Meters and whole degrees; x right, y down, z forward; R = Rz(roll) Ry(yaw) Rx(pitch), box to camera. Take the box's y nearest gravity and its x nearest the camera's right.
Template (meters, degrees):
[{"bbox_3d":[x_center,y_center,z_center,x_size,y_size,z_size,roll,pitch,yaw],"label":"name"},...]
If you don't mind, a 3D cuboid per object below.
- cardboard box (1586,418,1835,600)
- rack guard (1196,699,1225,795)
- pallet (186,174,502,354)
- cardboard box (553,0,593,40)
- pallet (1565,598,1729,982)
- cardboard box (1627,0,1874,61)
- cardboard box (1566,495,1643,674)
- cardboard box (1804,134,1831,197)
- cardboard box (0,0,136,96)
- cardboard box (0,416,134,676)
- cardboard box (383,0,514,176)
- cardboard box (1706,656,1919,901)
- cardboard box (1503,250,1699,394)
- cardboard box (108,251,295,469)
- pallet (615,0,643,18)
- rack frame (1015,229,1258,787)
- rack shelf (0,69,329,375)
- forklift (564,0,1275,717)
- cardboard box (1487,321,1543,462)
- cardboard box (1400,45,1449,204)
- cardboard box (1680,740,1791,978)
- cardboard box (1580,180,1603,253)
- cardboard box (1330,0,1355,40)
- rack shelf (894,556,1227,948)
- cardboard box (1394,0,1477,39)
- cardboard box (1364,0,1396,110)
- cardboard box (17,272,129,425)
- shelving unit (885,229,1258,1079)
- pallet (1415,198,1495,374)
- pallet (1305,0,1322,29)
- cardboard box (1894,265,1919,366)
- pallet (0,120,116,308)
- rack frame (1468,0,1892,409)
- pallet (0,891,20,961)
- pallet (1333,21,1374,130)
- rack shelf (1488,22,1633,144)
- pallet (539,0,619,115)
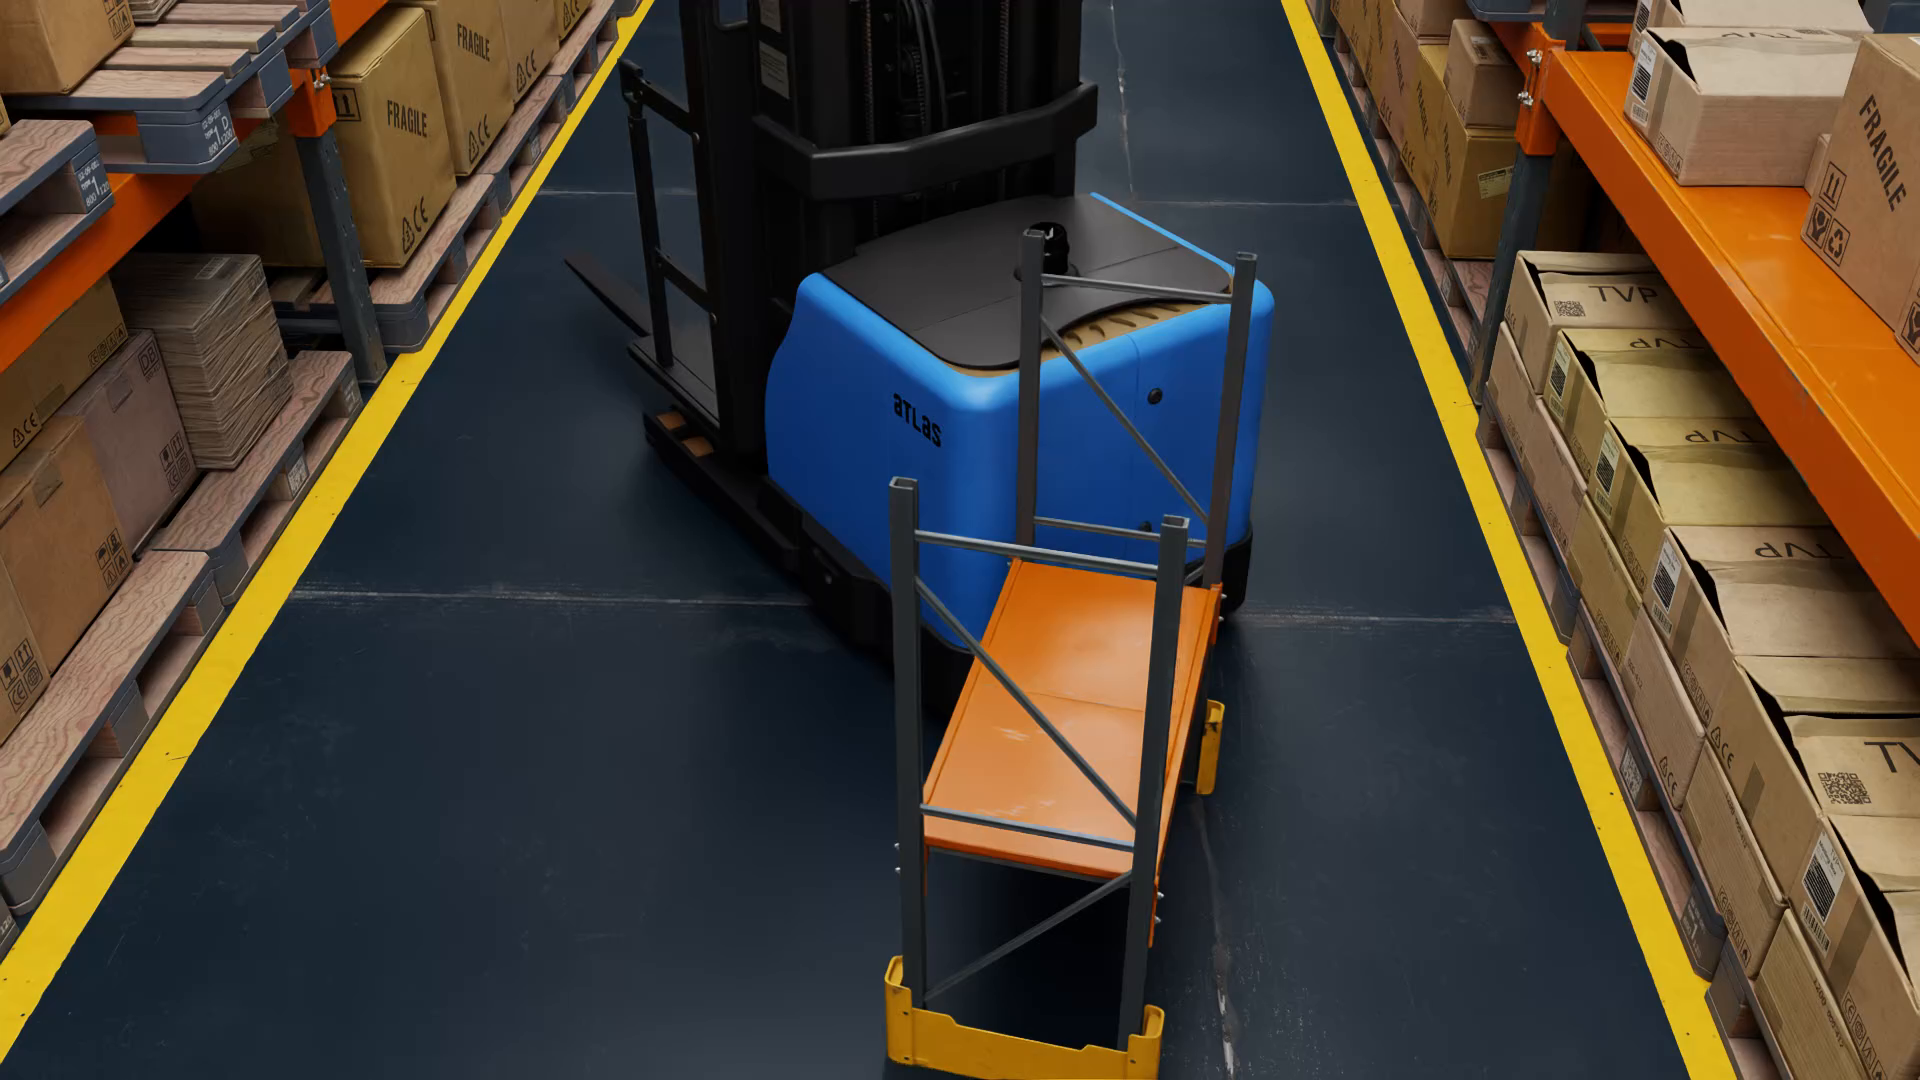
[{"bbox_3d":[1.986,-0.107,4.332,0.500,0.311,0.500,0,35,1],"label":"cardboard box"},{"bbox_3d":[0.380,0.497,4.326,0.587,0.250,0.087,8,36,12],"label":"rack guard"},{"bbox_3d":[-2.507,-1.143,6.692,1.003,0.211,1.213,1,35,2],"label":"pallet"},{"bbox_3d":[-2.350,-3.046,8.480,0.750,0.750,0.750,2,35,2],"label":"cardboard box"},{"bbox_3d":[2.212,0.592,4.224,1.003,0.211,1.213,1,35,2],"label":"pallet"},{"bbox_3d":[2.277,-1.476,4.818,0.500,0.311,0.500,3,35,5],"label":"cardboard box"},{"bbox_3d":[1.987,0.115,4.504,0.500,0.250,0.500,0,35,1],"label":"cardboard box"},{"bbox_3d":[2.341,-0.883,4.117,0.380,0.149,0.250,4,35,5],"label":"cardboard box"},{"bbox_3d":[-2.618,-1.461,4.251,0.700,0.500,0.500,-2,35,-3],"label":"cardboard box"},{"bbox_3d":[-2.720,0.005,4.426,0.700,0.500,0.500,1,35,2],"label":"cardboard box"},{"bbox_3d":[-2.412,-2.047,7.059,0.750,0.750,0.750,1,35,2],"label":"cardboard box"},{"bbox_3d":[1.942,0.477,3.501,0.500,0.311,0.500,1,35,2],"label":"cardboard box"},{"bbox_3d":[2.021,-0.702,5.179,0.500,0.311,0.500,2,35,3],"label":"cardboard box"},{"bbox_3d":[-2.591,-0.575,5.250,0.700,0.500,0.500,2,35,3],"label":"cardboard box"},{"bbox_3d":[-2.345,-3.425,9.939,1.003,0.211,1.213,1,35,2],"label":"pallet"},{"bbox_3d":[0.380,-0.015,3.967,0.500,1.500,0.032,8,36,12],"label":"rack frame"},{"bbox_3d":[-2.695,-0.389,3.820,1.077,0.370,4.000,1,35,2],"label":"rack shelf"},{"bbox_3d":[-0.407,-1.516,4.858,1.130,2.935,3.031,-21,40,-28],"label":"forklift"},{"bbox_3d":[2.021,-0.473,5.340,0.500,0.250,0.500,1,35,2],"label":"cardboard box"},{"bbox_3d":[2.160,-1.717,6.876,0.500,0.500,0.500,0,35,0],"label":"cardboard box"},{"bbox_3d":[1.944,0.702,3.669,0.500,0.250,0.500,2,35,3],"label":"cardboard box"},{"bbox_3d":[2.655,-1.433,6.472,0.500,0.500,0.500,0,35,0],"label":"cardboard box"},{"bbox_3d":[2.233,-2.903,8.564,0.500,0.500,0.500,0,35,0],"label":"cardboard box"},{"bbox_3d":[0.254,0.415,3.668,0.538,0.185,1.000,8,36,12],"label":"rack shelf"},{"bbox_3d":[2.174,-2.347,7.120,0.500,0.250,0.500,1,35,1],"label":"cardboard box"},{"bbox_3d":[2.195,-2.310,7.719,0.500,0.500,0.500,2,35,2],"label":"cardboard box"},{"bbox_3d":[-2.677,-0.556,4.571,0.500,0.250,0.500,2,35,3],"label":"cardboard box"},{"bbox_3d":[0.256,0.263,3.572,0.587,1.500,1.083,8,36,12],"label":"shelving unit"},{"bbox_3d":[2.403,-1.007,6.500,1.003,0.211,1.213,1,35,2],"label":"pallet"},{"bbox_3d":[2.525,-3.272,9.722,1.003,0.211,1.213,1,35,2],"label":"pallet"},{"bbox_3d":[2.263,-0.494,3.257,0.500,0.500,0.500,1,35,2],"label":"cardboard box"},{"bbox_3d":[-2.653,-0.616,3.684,1.003,0.211,1.213,1,35,2],"label":"pallet"},{"bbox_3d":[2.336,-1.720,5.089,1.000,3.000,0.127,1,35,2],"label":"rack frame"},{"bbox_3d":[-2.745,1.159,3.417,1.003,0.211,1.213,1,35,2],"label":"pallet"},{"bbox_3d":[2.501,-2.409,8.494,1.003,0.211,1.213,1,35,2],"label":"pallet"},{"bbox_3d":[2.416,-2.575,6.931,1.077,0.370,4.000,1,35,2],"label":"rack shelf"},{"bbox_3d":[-2.409,-2.545,8.687,1.003,0.211,1.213,1,35,2],"label":"pallet"}]
